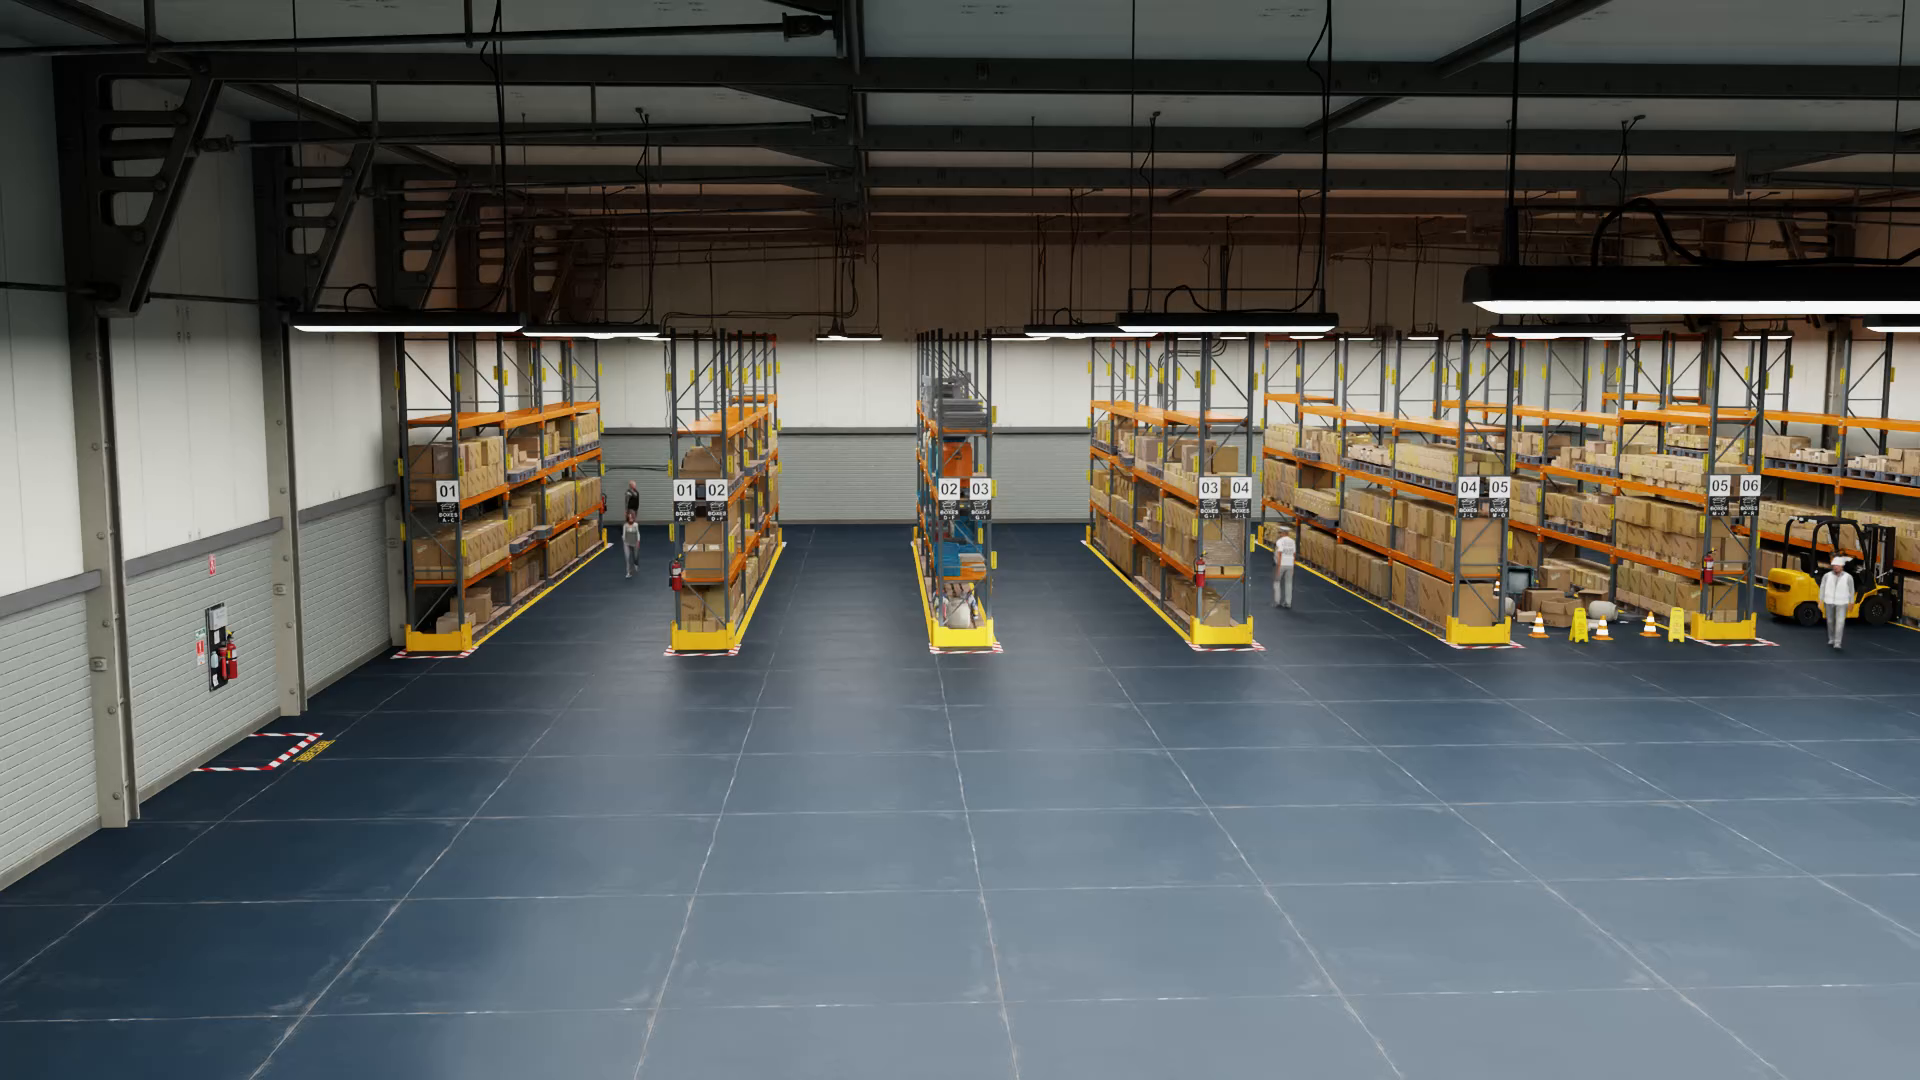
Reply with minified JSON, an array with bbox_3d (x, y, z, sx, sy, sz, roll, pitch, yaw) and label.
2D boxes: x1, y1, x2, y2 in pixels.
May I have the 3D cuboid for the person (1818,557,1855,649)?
[{"bbox_3d":[16.453,1.170,31.263,0.574,1.712,1.051,6,9,40],"label":"person"}]

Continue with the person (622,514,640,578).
[{"bbox_3d":[-8.090,0.118,40.956,0.415,1.548,0.768,-1,7,-5],"label":"person"}]

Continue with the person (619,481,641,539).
[{"bbox_3d":[-9.690,-0.882,48.859,0.795,1.699,0.537,2,7,17],"label":"person"}]

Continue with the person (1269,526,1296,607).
[{"bbox_3d":[7.092,0.614,36.276,0.541,1.819,0.599,-1,7,-8],"label":"person"}]
